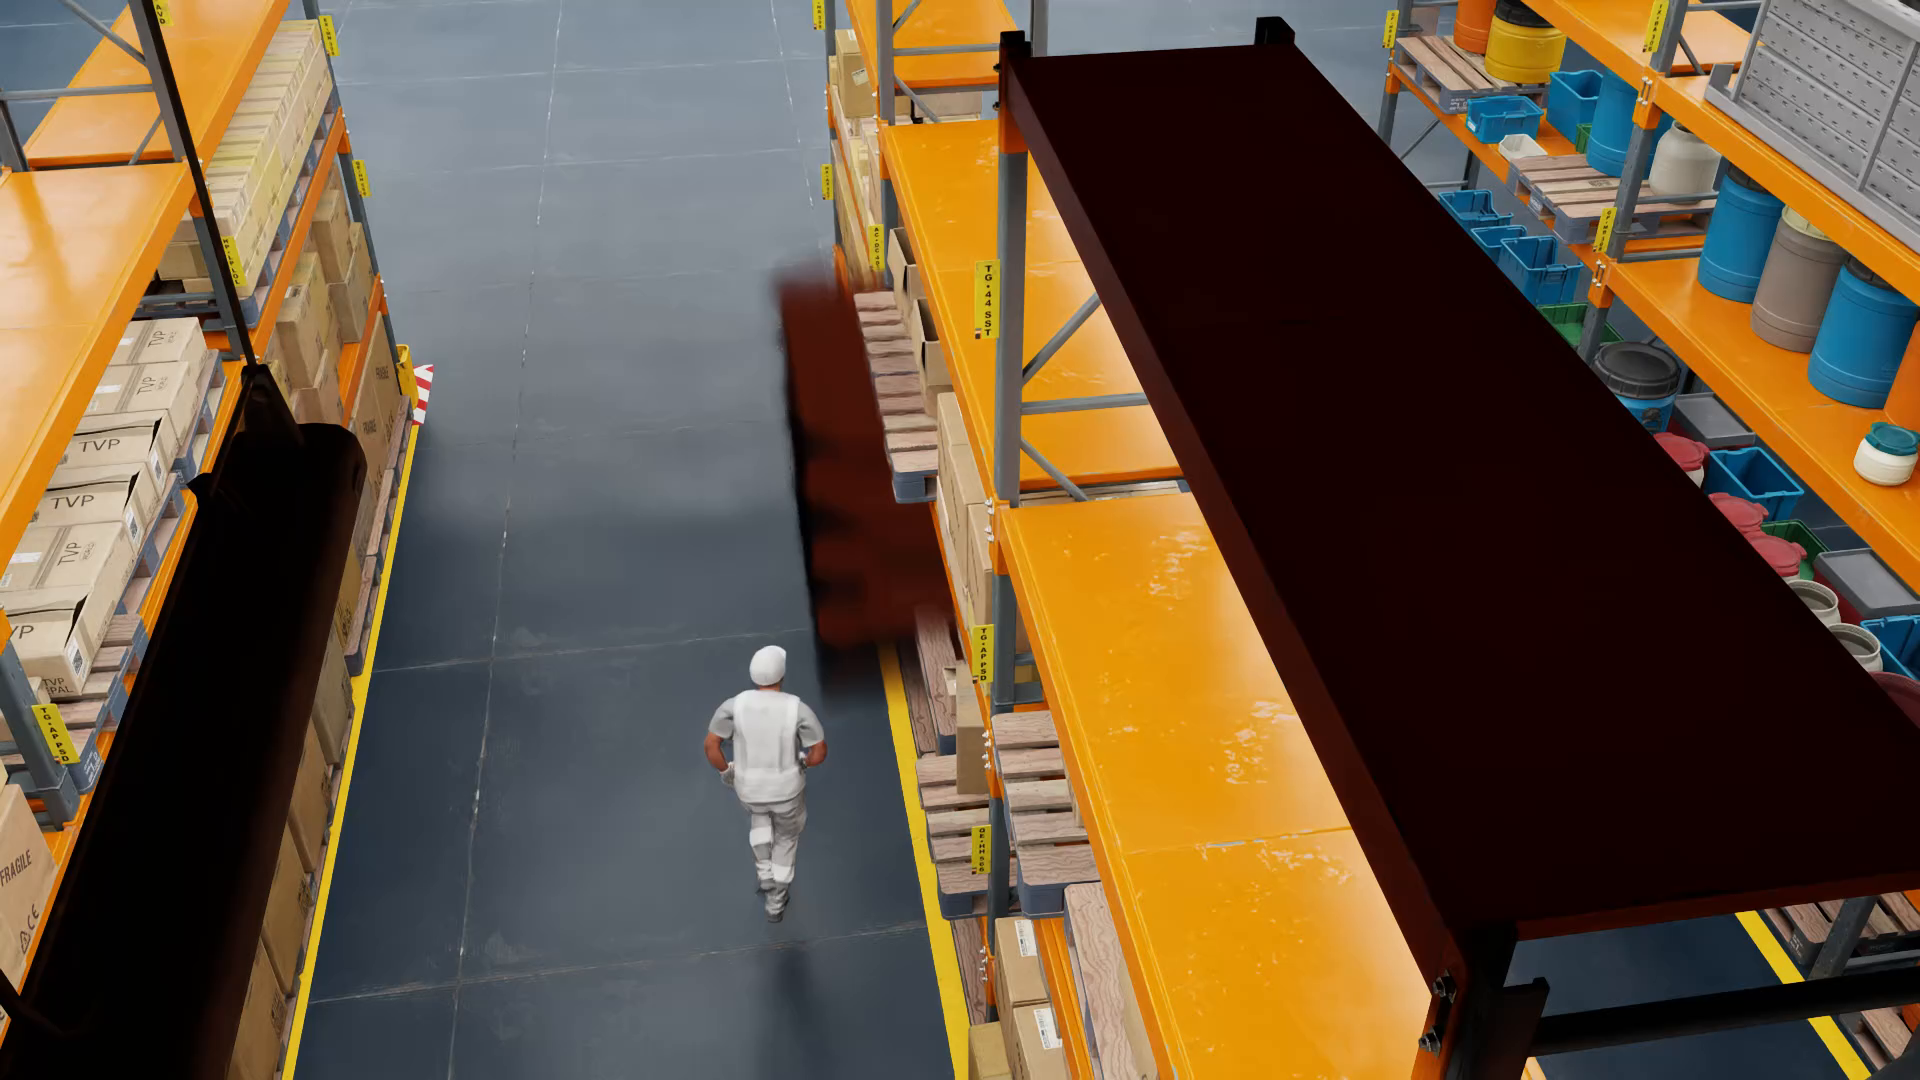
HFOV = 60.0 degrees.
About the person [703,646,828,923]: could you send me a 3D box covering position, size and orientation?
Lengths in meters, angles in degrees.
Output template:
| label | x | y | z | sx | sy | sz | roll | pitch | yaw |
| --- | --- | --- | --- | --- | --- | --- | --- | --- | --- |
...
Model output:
| label | x | y | z | sx | sy | sz | roll | pitch | yaw |
| --- | --- | --- | --- | --- | --- | --- | --- | --- | --- |
| person | -1.102 | 1.408 | 9.642 | 0.691 | 1.688 | 0.677 | 0 | 36 | 0 |
